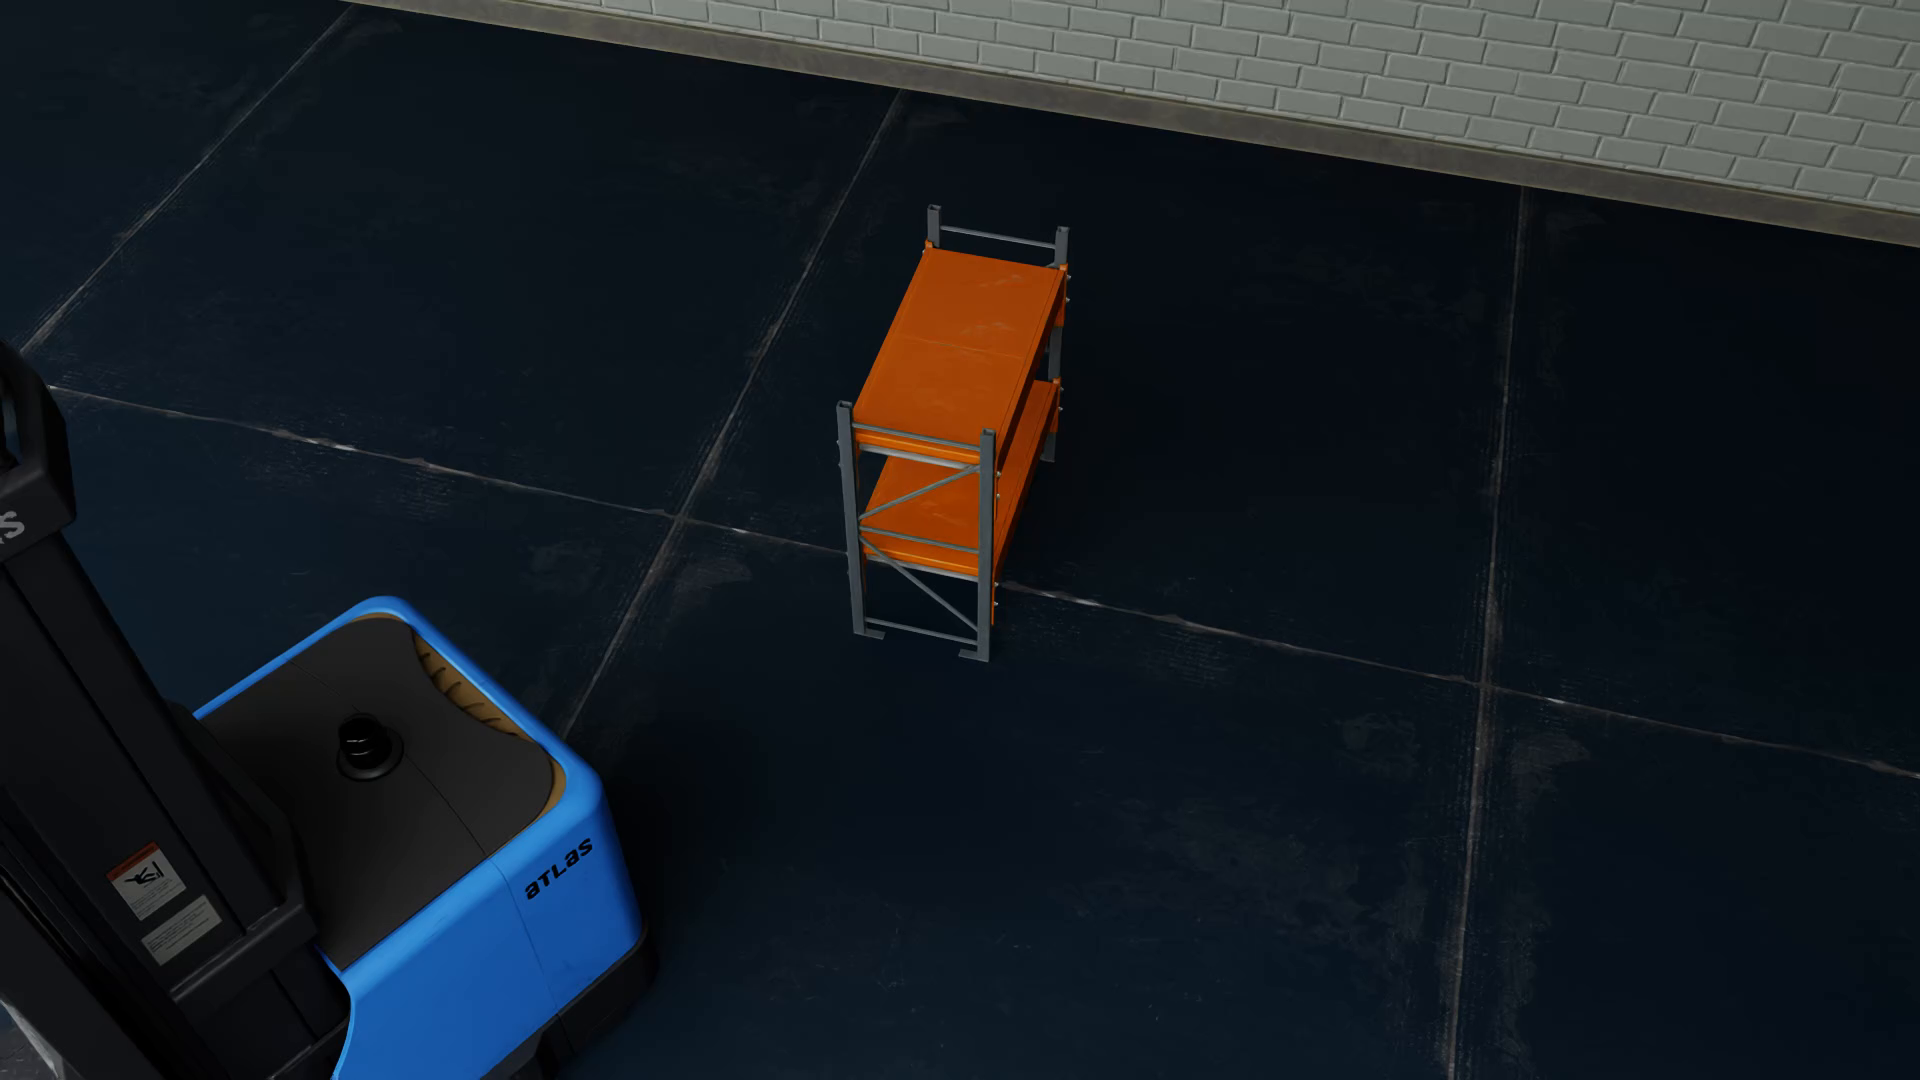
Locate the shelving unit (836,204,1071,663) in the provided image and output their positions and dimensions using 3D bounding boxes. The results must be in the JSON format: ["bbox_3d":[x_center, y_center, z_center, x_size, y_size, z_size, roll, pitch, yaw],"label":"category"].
[{"bbox_3d":[-0.002,-0.367,5.824,0.538,1.125,1.048,12,50,10],"label":"shelving unit"}]

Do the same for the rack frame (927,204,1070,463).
[{"bbox_3d":[0.132,-0.735,6.148,0.500,1.125,0.032,12,50,10],"label":"rack frame"}]

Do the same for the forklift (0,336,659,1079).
[{"bbox_3d":[-2.279,0.927,3.477,1.130,2.935,3.031,35,57,27],"label":"forklift"}]

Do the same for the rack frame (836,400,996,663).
[{"bbox_3d":[-0.136,0.000,5.499,0.500,1.125,0.032,12,50,10],"label":"rack frame"}]

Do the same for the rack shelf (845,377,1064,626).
[{"bbox_3d":[-0.002,-0.206,6.007,0.538,0.278,1.000,12,50,10],"label":"rack shelf"}]

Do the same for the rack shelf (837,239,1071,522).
[{"bbox_3d":[-0.002,-0.561,5.605,0.538,0.278,1.000,12,50,10],"label":"rack shelf"}]
